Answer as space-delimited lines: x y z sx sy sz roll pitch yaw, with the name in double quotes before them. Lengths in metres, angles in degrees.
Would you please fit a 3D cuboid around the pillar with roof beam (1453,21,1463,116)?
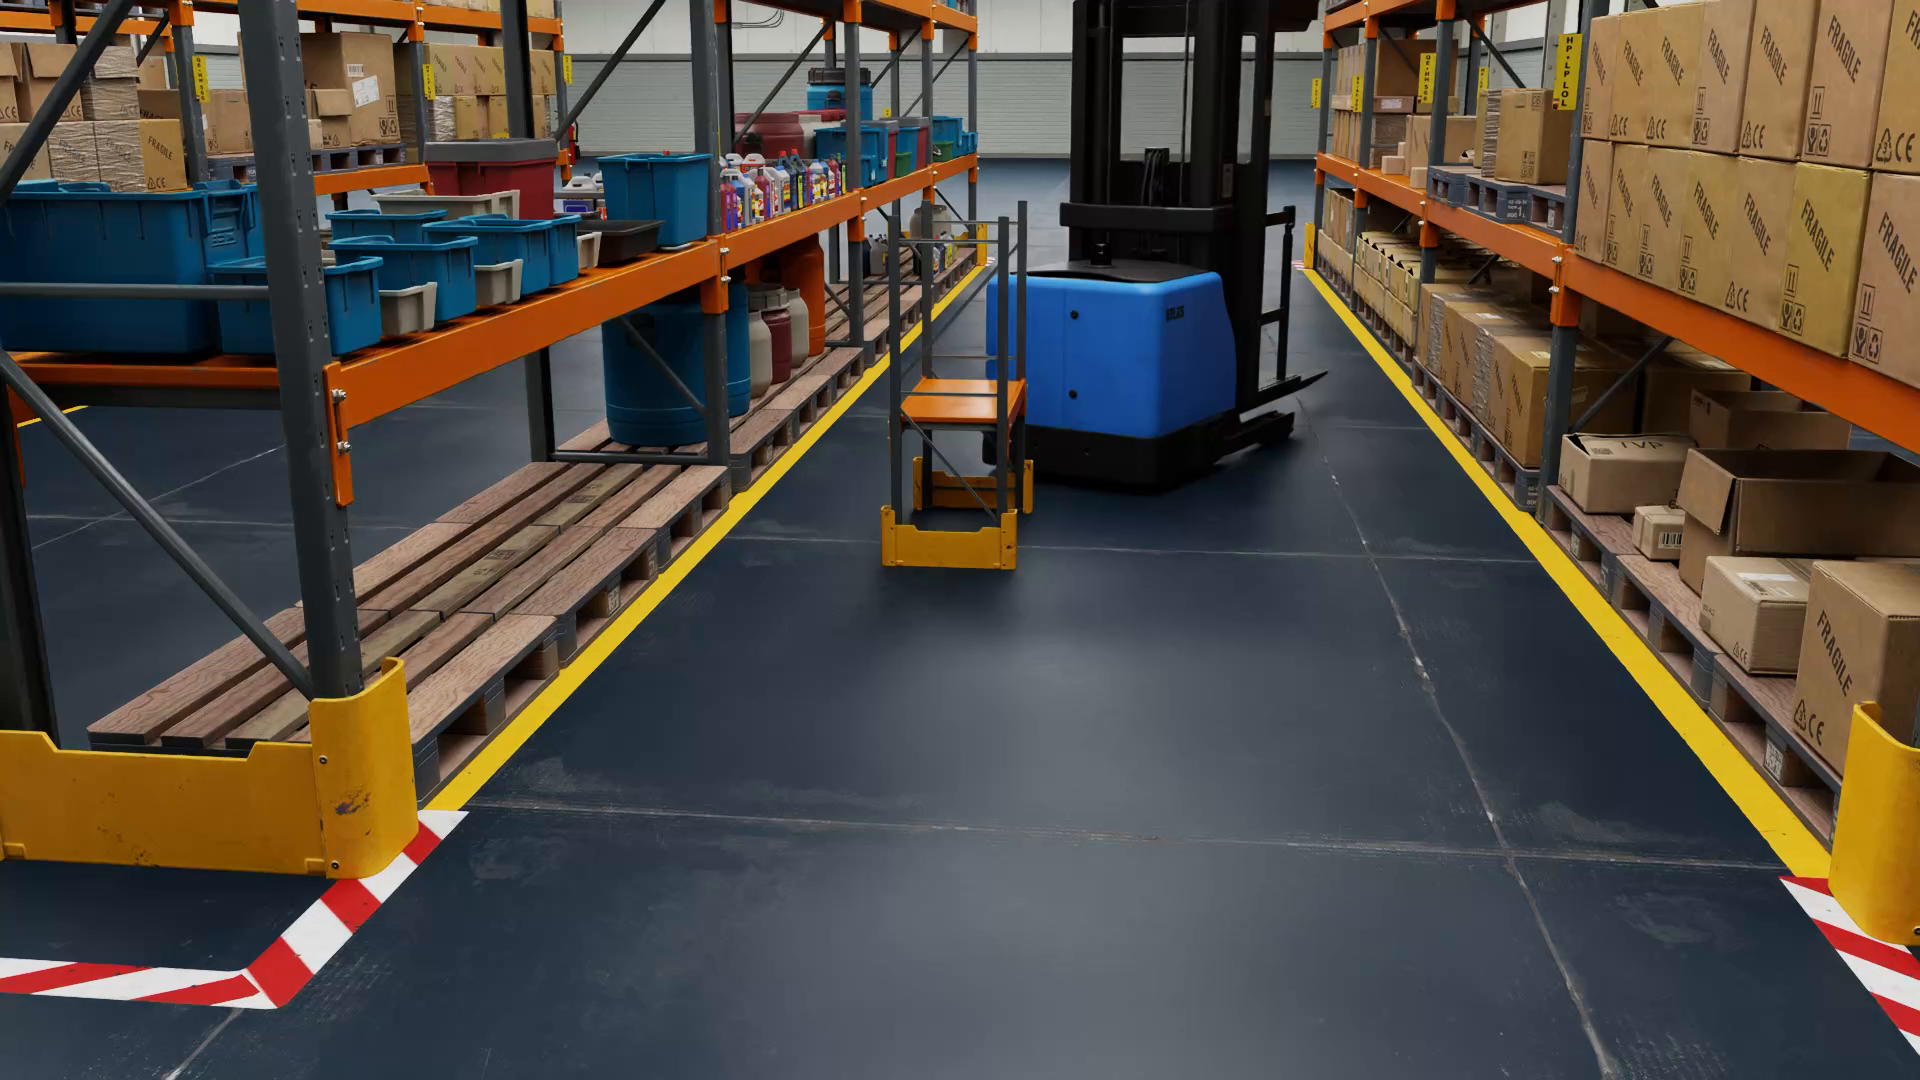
"pillar with roof beam" 9.425 -15.077 46.180 9.100 9.000 0.400 2 15 6

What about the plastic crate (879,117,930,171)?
"plastic crate" -0.509 -3.631 15.221 0.402 0.464 0.583 2 15 6

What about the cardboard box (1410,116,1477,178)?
"cardboard box" 3.944 -3.171 13.451 0.500 0.500 0.500 2 15 6

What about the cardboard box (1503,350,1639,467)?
"cardboard box" 3.031 -0.655 8.284 0.500 0.500 0.500 2 15 6

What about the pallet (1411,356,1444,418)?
"pallet" 3.590 -1.012 11.000 1.003 0.211 1.213 2 15 6

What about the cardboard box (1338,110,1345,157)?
"cardboard box" 4.495 -4.417 18.057 0.700 0.500 0.500 2 15 8

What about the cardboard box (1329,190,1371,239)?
"cardboard box" 4.235 -3.470 17.776 0.500 0.500 0.500 2 15 6

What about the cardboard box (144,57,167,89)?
"cardboard box" -10.225 -5.589 20.229 0.875 0.550 0.550 2 15 6

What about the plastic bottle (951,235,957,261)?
"plastic bottle" -0.074 -3.153 17.938 0.061 0.283 0.133 2 15 8

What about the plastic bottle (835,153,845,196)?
"plastic bottle" -0.831 -2.523 11.471 0.061 0.283 0.133 2 15 6

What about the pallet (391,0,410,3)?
"pallet" -5.855 -5.081 15.319 1.213 0.211 1.003 2 15 6

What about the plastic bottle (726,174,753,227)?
"plastic bottle" -1.189 -1.804 8.824 0.152 0.276 0.135 2 15 6

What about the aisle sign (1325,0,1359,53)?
"aisle sign" 4.317 -5.906 18.778 0.394 0.787 0.004 2 15 6

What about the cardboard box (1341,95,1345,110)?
"cardboard box" 4.241 -4.623 17.580 0.380 0.149 0.250 1 15 4

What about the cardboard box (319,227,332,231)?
"cardboard box" -5.770 -2.728 15.949 0.700 0.500 0.500 1 15 2

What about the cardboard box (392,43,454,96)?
"cardboard box" -5.376 -4.664 16.488 0.500 0.500 0.500 2 15 6

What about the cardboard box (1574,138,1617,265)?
"cardboard box" 2.932 -1.437 7.039 0.500 0.500 0.500 2 15 8

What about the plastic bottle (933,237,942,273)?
"plastic bottle" -0.255 -2.866 16.745 0.144 0.351 0.185 2 15 8

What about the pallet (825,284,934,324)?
"pallet" -0.808 -2.184 15.334 1.003 0.211 1.213 2 15 6

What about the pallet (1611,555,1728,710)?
"pallet" 3.047 0.329 6.043 1.003 0.211 1.213 2 15 6

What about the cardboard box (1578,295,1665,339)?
"cardboard box" 3.670 -1.258 9.078 0.500 0.250 0.500 2 15 6

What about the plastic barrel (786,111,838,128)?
"plastic barrel" -1.216 -3.256 13.697 0.433 0.535 0.433 0 15 0

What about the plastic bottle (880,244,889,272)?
"plastic bottle" -0.800 -2.860 16.867 0.152 0.276 0.135 2 15 6

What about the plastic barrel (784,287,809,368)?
"plastic barrel" -1.223 -1.423 11.138 0.421 0.512 0.421 0 15 0

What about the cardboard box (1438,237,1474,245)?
"cardboard box" 4.350 -2.485 14.496 0.500 0.311 0.500 2 15 8

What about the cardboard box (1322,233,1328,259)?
"cardboard box" 4.280 -3.238 18.355 0.500 0.250 0.500 2 15 6

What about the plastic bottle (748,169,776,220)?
"plastic bottle" -1.126 -1.949 9.361 0.152 0.276 0.135 2 15 6

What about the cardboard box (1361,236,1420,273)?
"cardboard box" 3.807 -2.504 14.566 0.500 0.311 0.500 2 15 6

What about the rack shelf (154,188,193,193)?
"rack shelf" -6.357 -1.977 10.606 1.077 0.370 4.000 2 15 6

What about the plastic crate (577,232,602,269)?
"plastic crate" -1.559 -1.101 6.378 0.293 0.136 0.466 2 15 6

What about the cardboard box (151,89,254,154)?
"cardboard box" -6.146 -3.383 13.431 0.700 0.500 0.500 4 16 15

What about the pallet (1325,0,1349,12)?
"pallet" 4.509 -5.848 17.966 1.003 0.211 1.213 2 15 6

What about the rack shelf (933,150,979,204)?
"rack shelf" -0.533 -3.906 17.740 1.077 0.370 4.000 2 15 6

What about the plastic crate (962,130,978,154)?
"plastic crate" -0.066 -4.562 19.071 0.499 0.251 0.616 2 15 6

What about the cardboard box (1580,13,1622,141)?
"cardboard box" 2.928 -1.930 6.946 0.500 0.500 0.500 2 15 8

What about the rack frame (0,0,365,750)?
"rack frame" -2.112 -0.622 4.217 1.000 3.000 0.127 2 15 6

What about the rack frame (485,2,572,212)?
"rack frame" -5.228 -4.918 20.104 1.000 3.000 0.127 2 15 6

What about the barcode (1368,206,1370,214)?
"barcode" 3.721 -3.003 15.128 0.001 0.075 0.075 2 15 6

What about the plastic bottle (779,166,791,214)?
"plastic bottle" -1.048 -2.061 9.786 0.097 0.271 0.097 0 15 0

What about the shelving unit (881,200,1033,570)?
"shelving unit" 0.009 -0.744 7.539 0.587 1.500 1.083 2 15 6

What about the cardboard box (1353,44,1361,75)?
"cardboard box" 4.377 -4.768 16.872 0.700 0.500 0.500 2 15 6

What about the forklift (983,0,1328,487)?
"forklift" 1.329 -2.023 9.527 1.130 2.935 3.031 9 18 31

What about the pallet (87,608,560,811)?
"pallet" -1.981 0.511 5.368 1.003 0.211 1.213 2 15 6

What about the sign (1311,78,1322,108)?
"sign" 4.064 -5.099 18.964 0.100 0.325 0.005 2 15 6

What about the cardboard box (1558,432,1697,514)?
"cardboard box" 2.998 -0.325 7.425 0.500 0.311 0.500 2 15 6

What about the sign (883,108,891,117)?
"sign" -0.853 -4.923 19.592 0.100 0.325 0.005 2 15 6

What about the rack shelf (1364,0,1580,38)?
"rack shelf" 3.937 -4.170 12.968 1.077 0.370 4.000 2 15 6

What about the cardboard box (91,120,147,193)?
"cardboard box" -6.002 -2.627 11.439 0.500 0.500 0.500 2 15 6

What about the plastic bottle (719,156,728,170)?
"plastic bottle" -1.632 -2.415 11.083 0.152 0.276 0.135 2 15 6

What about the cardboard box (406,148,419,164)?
"cardboard box" -5.356 -3.806 16.473 0.380 0.149 0.250 2 15 6

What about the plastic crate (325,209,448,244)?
"plastic crate" -2.135 -1.111 6.229 0.416 0.233 0.300 2 15 6

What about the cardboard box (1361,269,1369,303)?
"cardboard box" 3.812 -2.233 14.638 0.500 0.250 0.500 2 15 8
